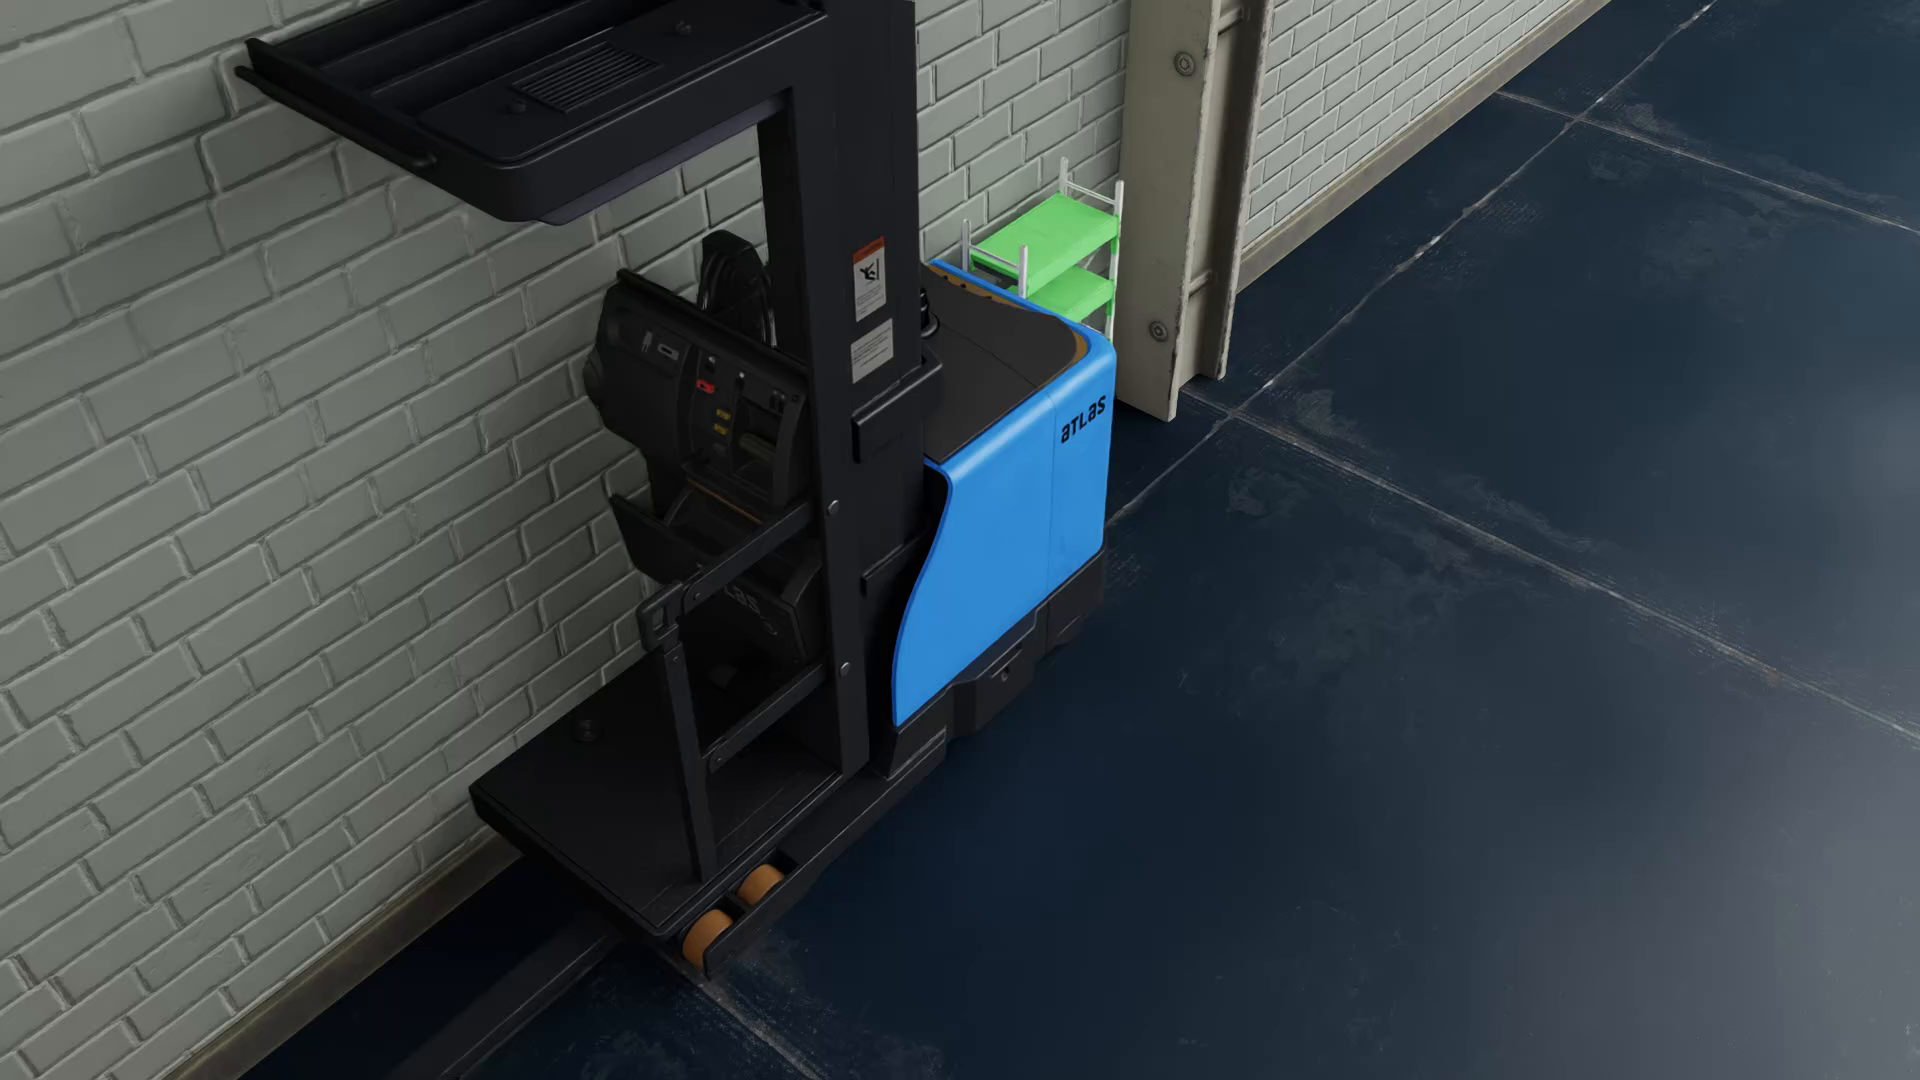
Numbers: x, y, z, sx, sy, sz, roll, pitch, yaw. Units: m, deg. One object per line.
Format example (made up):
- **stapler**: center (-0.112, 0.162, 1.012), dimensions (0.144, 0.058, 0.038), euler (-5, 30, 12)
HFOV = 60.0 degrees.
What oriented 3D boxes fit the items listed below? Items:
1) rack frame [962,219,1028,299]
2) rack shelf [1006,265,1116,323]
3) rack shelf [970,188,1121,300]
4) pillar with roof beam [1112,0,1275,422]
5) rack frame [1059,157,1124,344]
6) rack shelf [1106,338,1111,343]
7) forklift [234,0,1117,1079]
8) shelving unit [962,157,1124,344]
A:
- **rack frame**: center (0.104, -0.474, 5.379), dimensions (0.240, 1.200, 0.015), euler (29, 50, 28)
- **rack shelf**: center (0.260, -0.730, 5.399), dimensions (0.258, 0.148, 0.480), euler (29, 50, 28)
- **rack shelf**: center (0.260, -0.908, 5.238), dimensions (0.258, 0.148, 0.480), euler (29, 50, 28)
- **pillar with roof beam**: center (4.083, -2.074, 1.342), dimensions (9.100, 9.000, 0.400), euler (29, 50, 28)
- **rack frame**: center (0.417, -0.726, 5.656), dimensions (0.240, 1.200, 0.015), euler (29, 50, 28)
- **rack shelf**: center (0.260, -0.552, 5.561), dimensions (0.258, 0.148, 0.480), euler (29, 50, 28)
- **forklift**: center (-0.861, -0.310, 3.912), dimensions (1.130, 2.935, 3.031), euler (29, 50, 28)
- **shelving unit**: center (0.260, -0.600, 5.518), dimensions (0.258, 1.200, 0.503), euler (29, 50, 28)
